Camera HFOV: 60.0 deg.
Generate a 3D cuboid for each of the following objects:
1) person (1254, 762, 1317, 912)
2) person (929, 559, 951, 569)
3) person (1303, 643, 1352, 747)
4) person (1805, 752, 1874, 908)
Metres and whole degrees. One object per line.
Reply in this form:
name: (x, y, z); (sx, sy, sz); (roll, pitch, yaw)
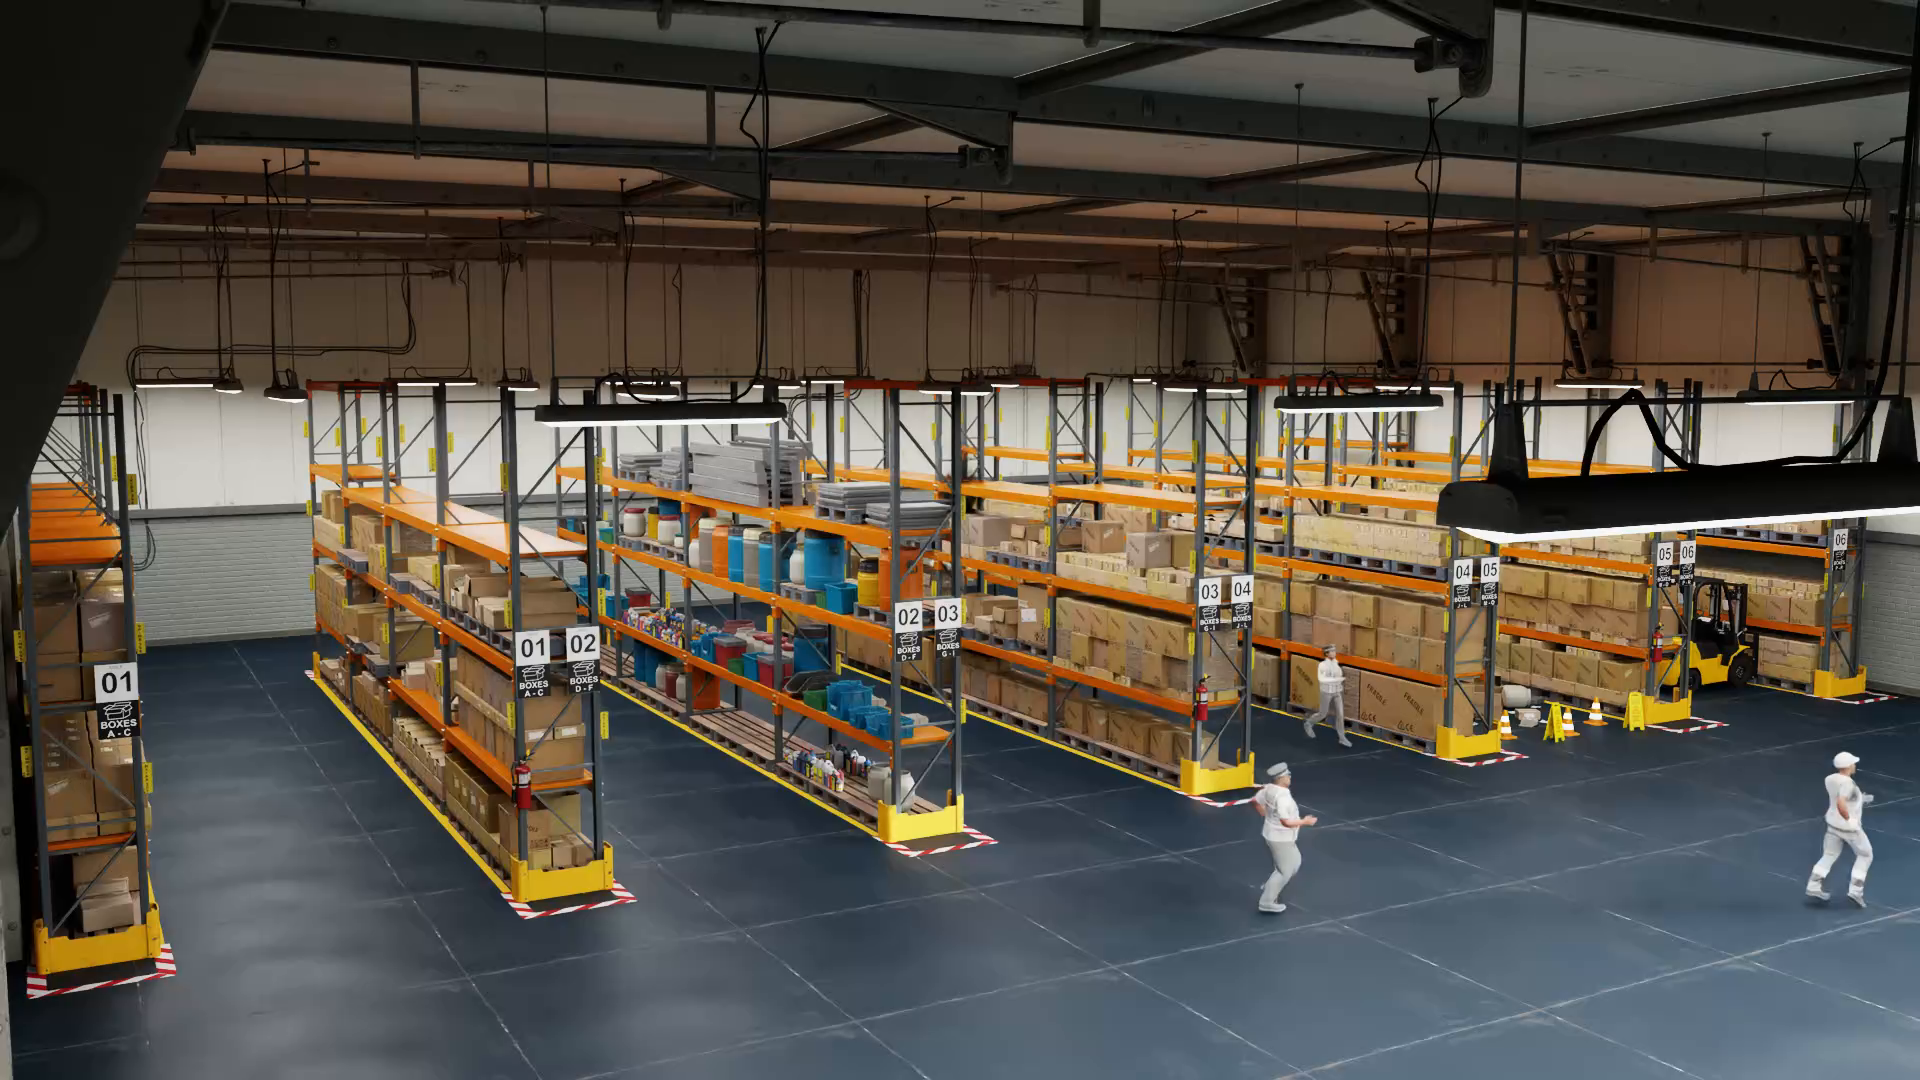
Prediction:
person: (3.760, 3.423, 19.183); (0.645, 1.760, 0.640); (-1, 6, -6)
person: (-0.562, 1.072, 41.491); (0.639, 1.837, 0.745); (-6, 8, -43)
person: (6.139, 2.535, 27.610); (0.611, 1.679, 0.939); (-4, 7, -36)
person: (10.301, 3.384, 19.376); (0.774, 1.846, 0.643); (-1, 6, -9)
